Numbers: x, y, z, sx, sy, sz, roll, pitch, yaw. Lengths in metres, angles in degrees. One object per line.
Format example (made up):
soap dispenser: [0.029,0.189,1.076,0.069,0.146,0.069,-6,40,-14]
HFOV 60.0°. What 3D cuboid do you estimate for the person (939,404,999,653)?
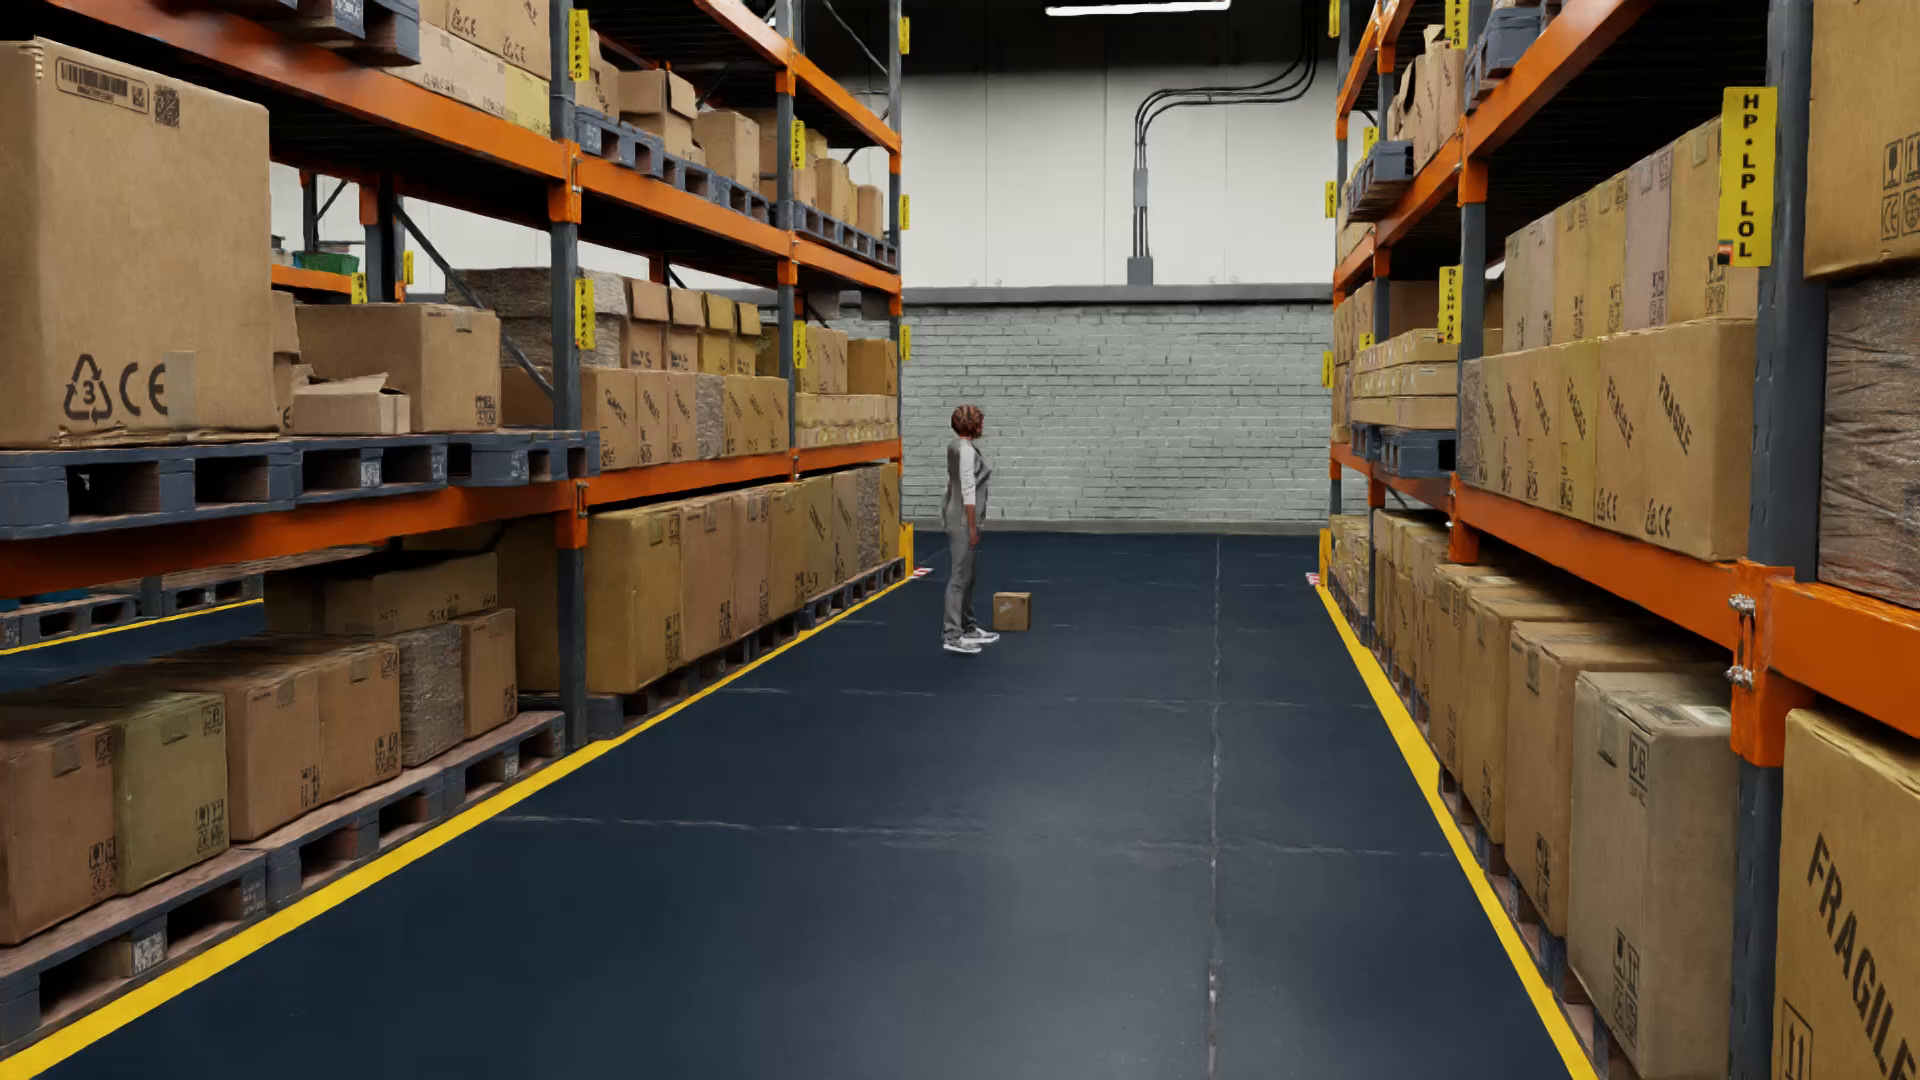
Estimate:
person: [0.072,-0.086,10.850,0.422,1.603,0.486,-1,5,-8]
